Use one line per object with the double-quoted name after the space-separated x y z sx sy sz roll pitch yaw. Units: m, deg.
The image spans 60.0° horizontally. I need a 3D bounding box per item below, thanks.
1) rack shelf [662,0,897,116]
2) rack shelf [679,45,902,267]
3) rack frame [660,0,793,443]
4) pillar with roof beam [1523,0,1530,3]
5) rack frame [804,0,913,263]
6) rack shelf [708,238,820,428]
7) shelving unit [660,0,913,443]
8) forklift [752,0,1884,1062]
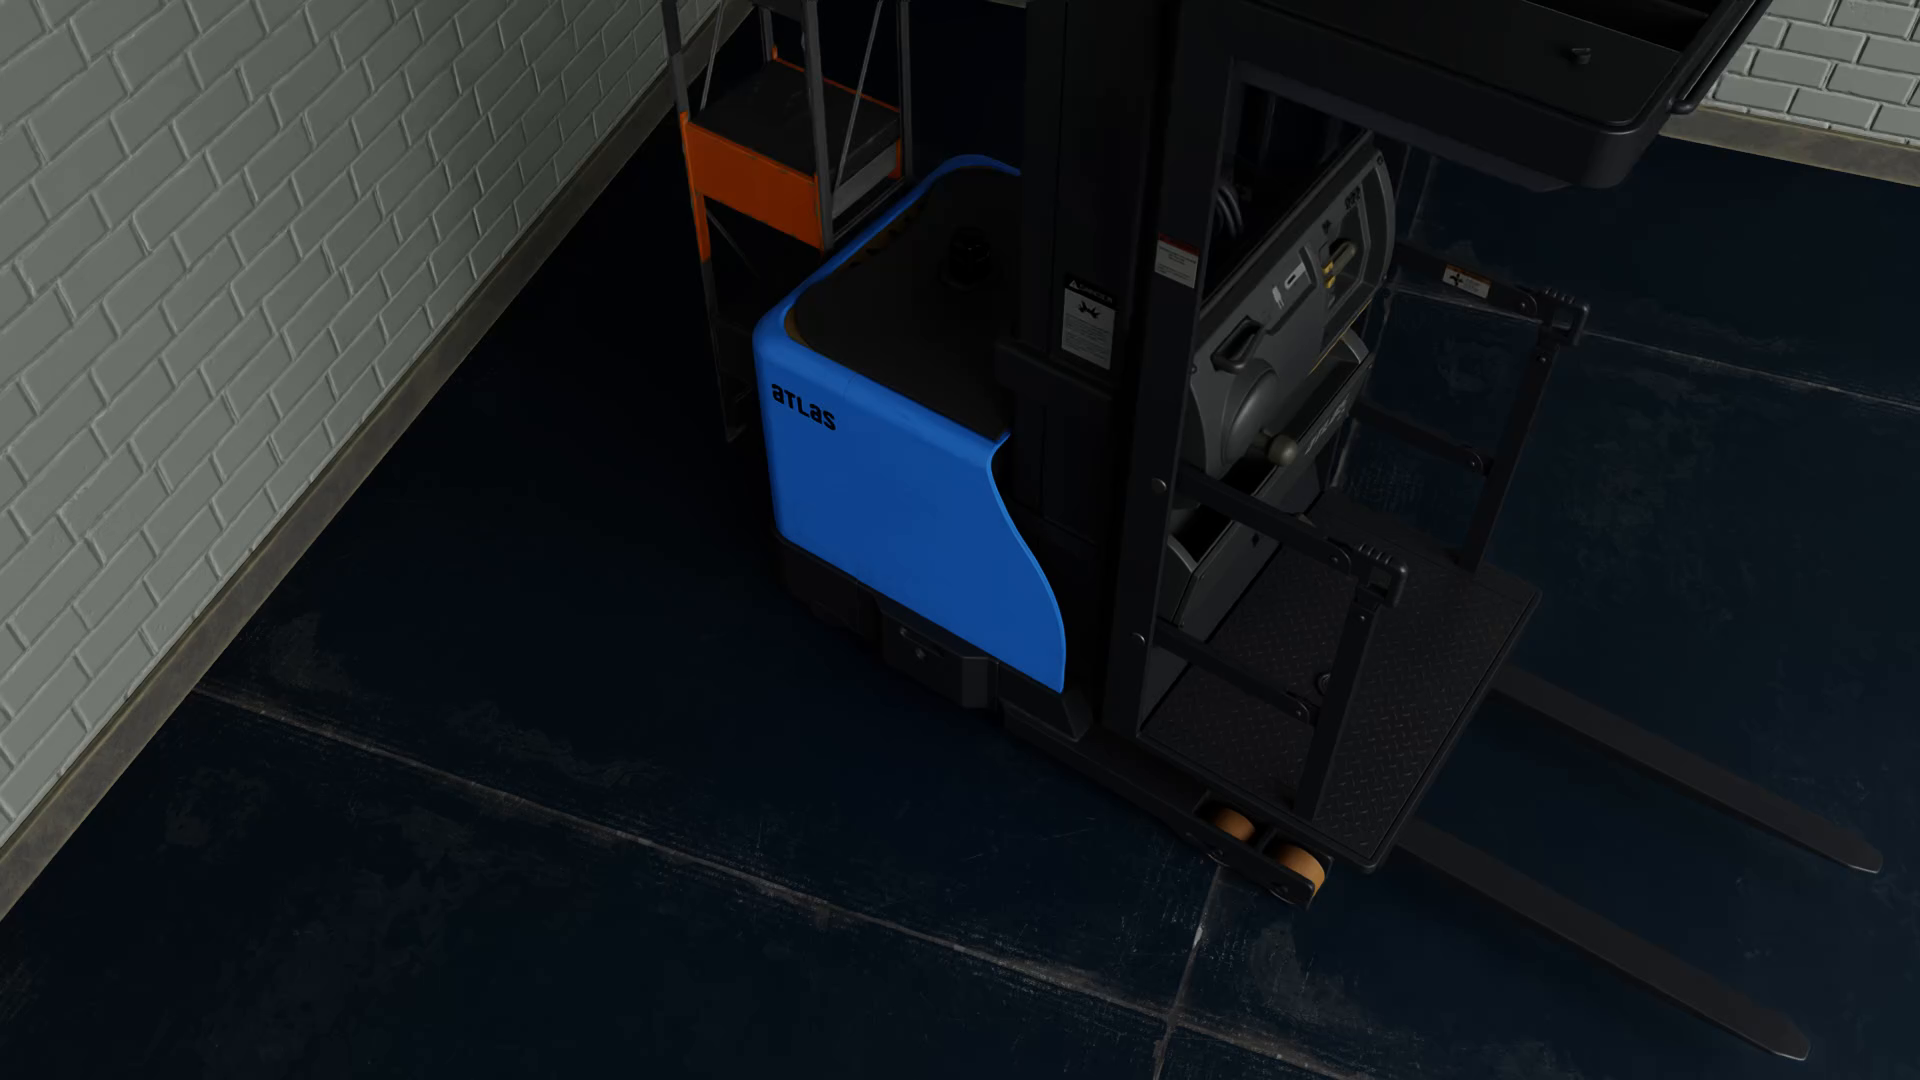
-0.455 -1.479 4.234 0.480 0.518 0.431 28 55 22 "rack shelf"
-0.455 -1.020 4.763 0.480 0.518 0.431 28 55 22 "rack shelf"
-0.654 -1.136 4.845 0.015 2.100 0.400 28 55 22 "rack frame"
0.496 -1.648 0.723 0.400 9.000 9.100 16 51 13 "pillar with roof beam"
-0.256 -0.923 4.660 0.015 2.100 0.400 28 55 22 "rack frame"
-0.455 -0.562 5.292 0.480 0.518 0.431 28 55 22 "rack shelf"
-0.455 -1.029 4.753 0.503 2.100 0.431 28 55 22 "shelving unit"
0.936 -0.458 3.708 3.031 2.935 1.130 28 55 22 "forklift"
